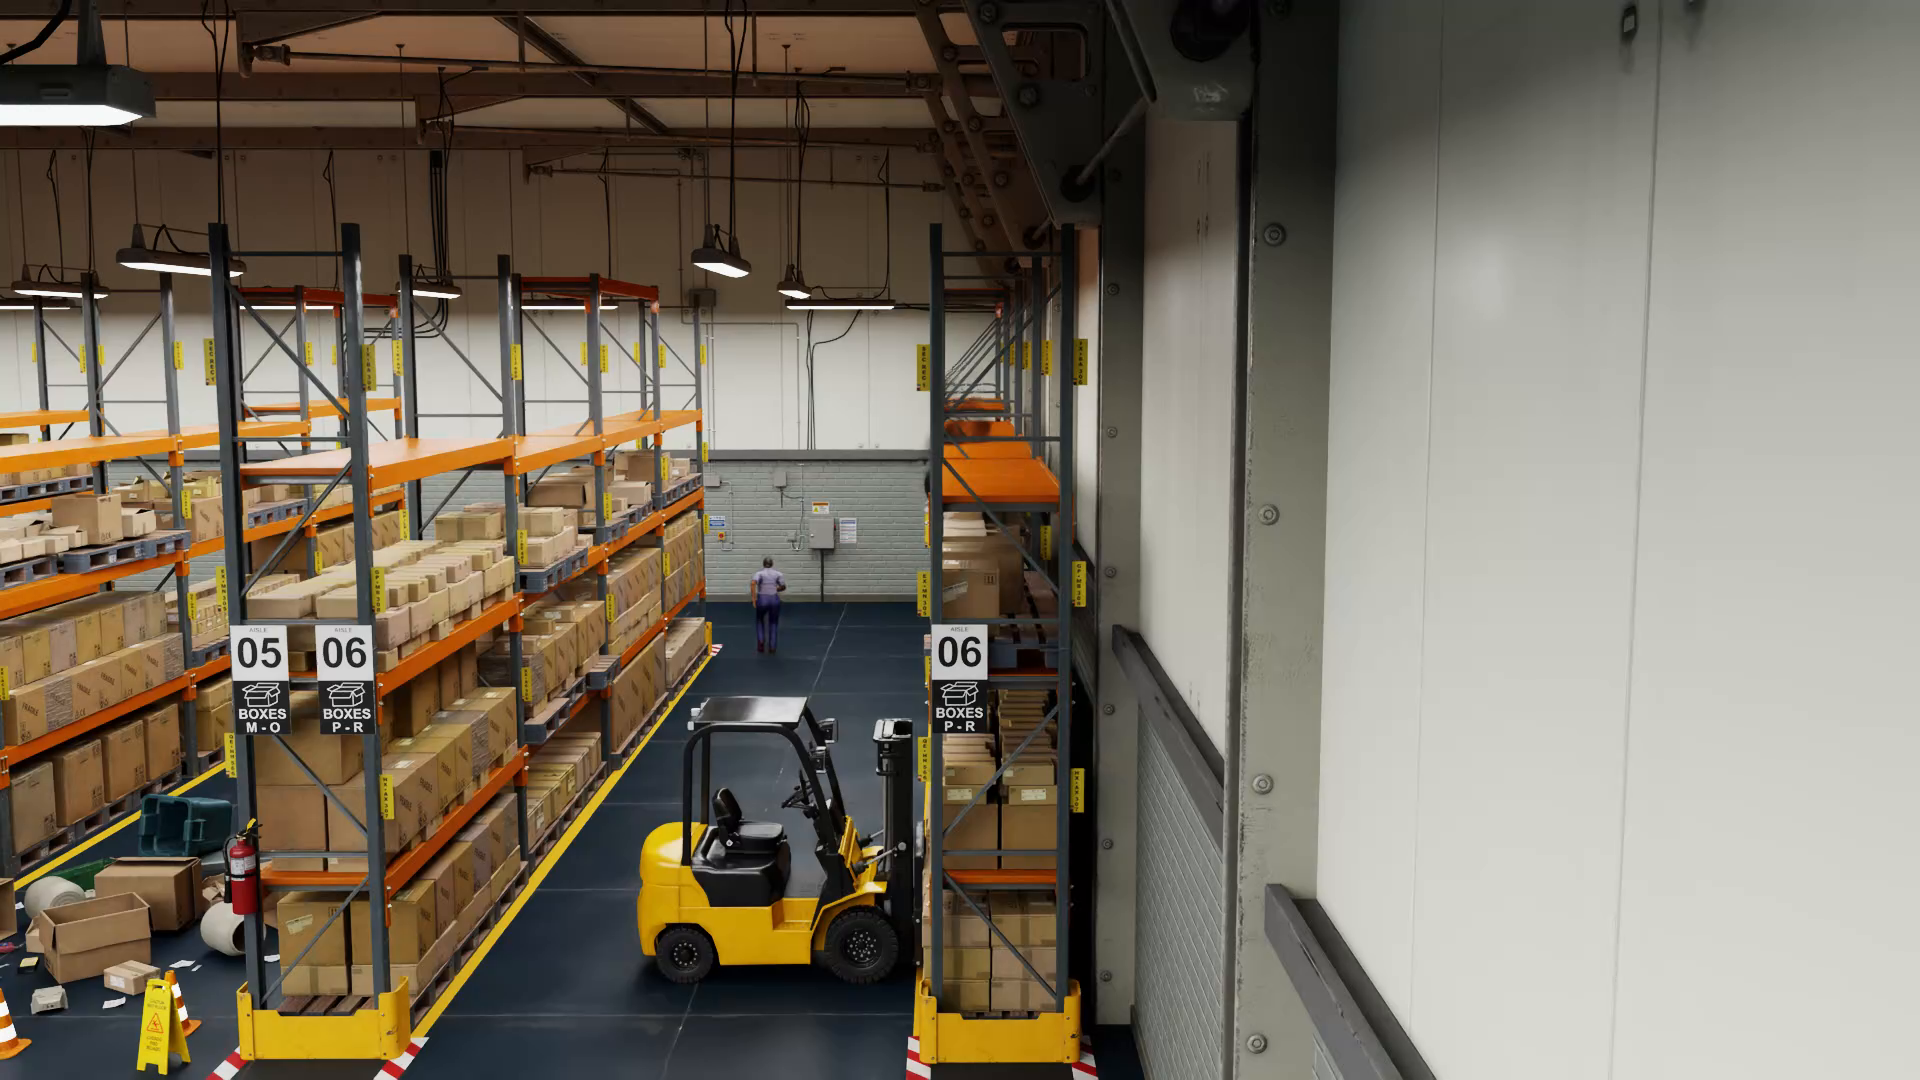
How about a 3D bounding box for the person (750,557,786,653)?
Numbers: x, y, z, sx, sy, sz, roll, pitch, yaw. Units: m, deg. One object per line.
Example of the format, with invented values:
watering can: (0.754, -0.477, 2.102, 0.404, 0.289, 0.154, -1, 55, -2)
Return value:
person: (-3.229, 1.120, 27.967, 0.616, 1.654, 0.776, -1, 7, -11)
